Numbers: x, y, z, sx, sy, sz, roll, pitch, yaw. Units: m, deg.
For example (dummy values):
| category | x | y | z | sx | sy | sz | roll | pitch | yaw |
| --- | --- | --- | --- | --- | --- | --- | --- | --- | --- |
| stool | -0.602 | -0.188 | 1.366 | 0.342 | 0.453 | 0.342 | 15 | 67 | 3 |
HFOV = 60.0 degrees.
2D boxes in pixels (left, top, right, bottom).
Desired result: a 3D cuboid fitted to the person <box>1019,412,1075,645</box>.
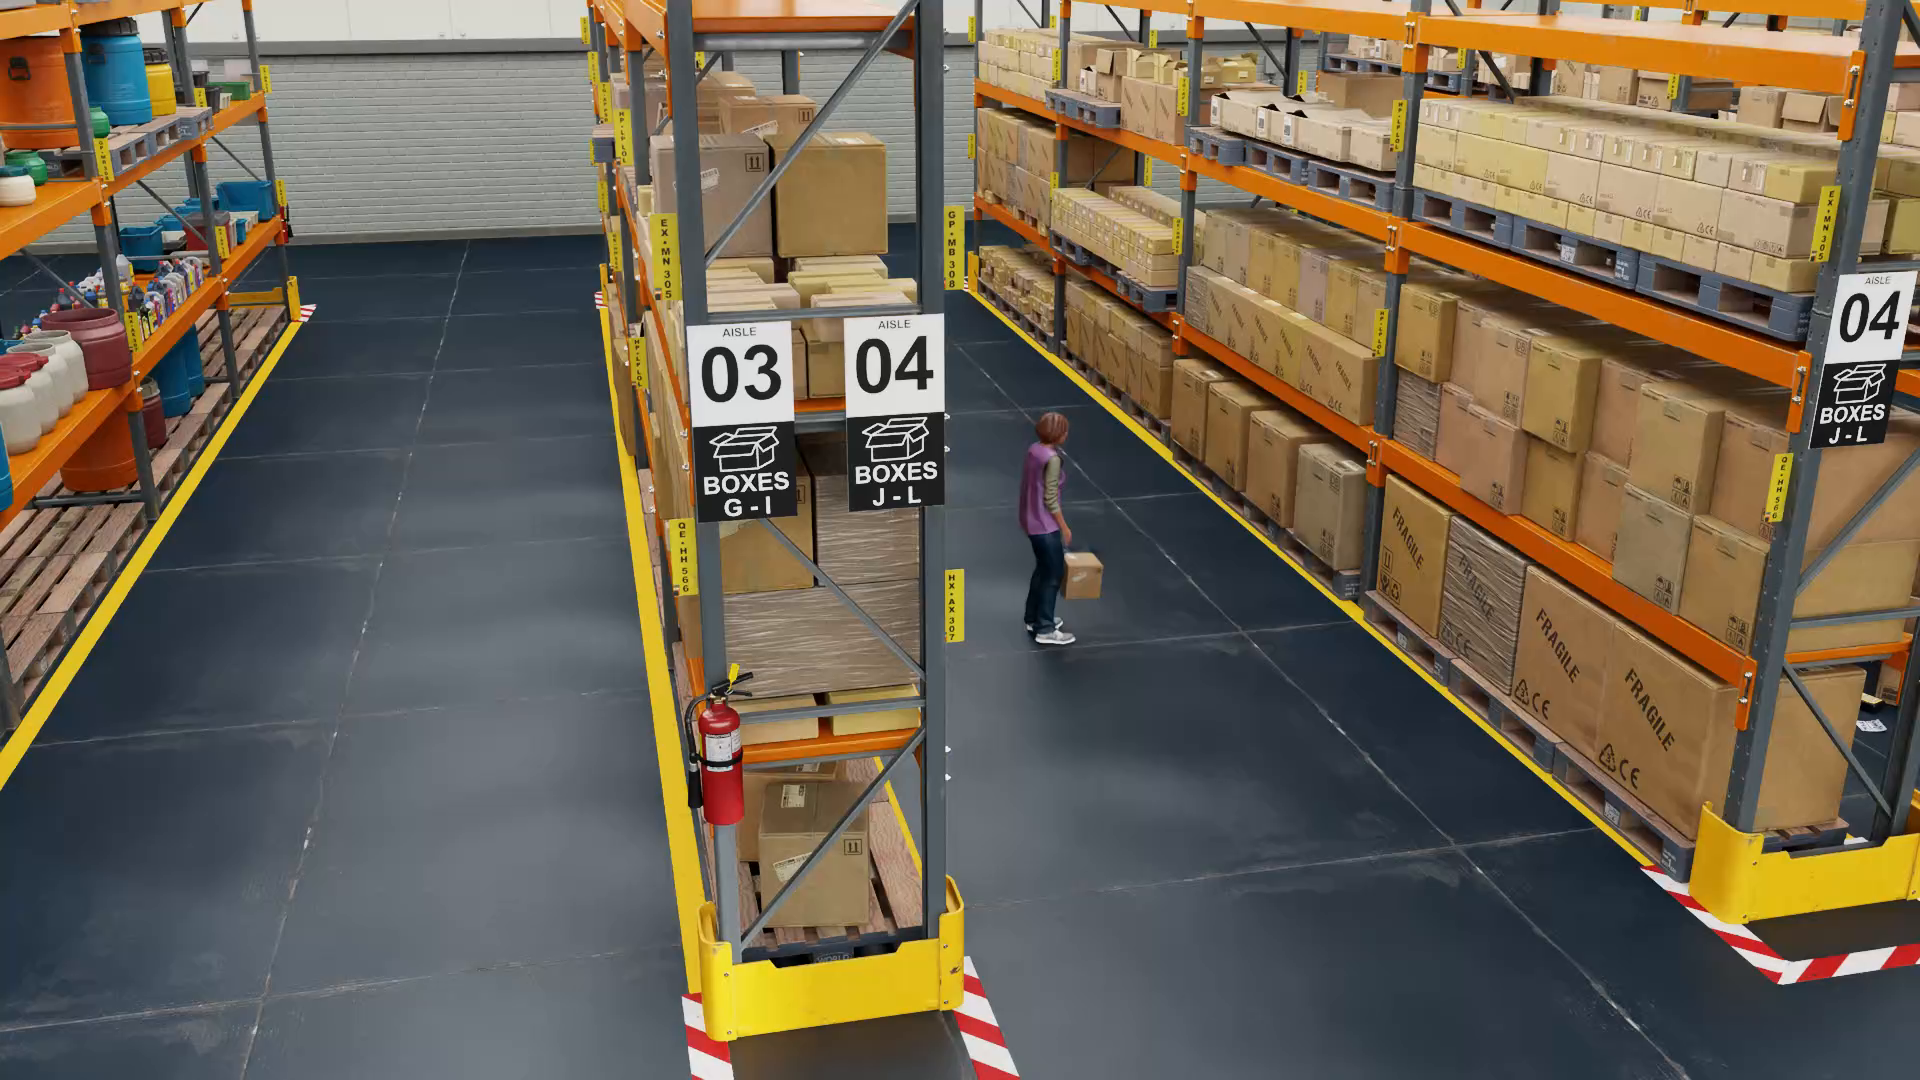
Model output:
| category | x | y | z | sx | sy | sz | roll | pitch | yaw |
| --- | --- | --- | --- | --- | --- | --- | --- | --- | --- |
| person | 0.586 | -0.093 | 11.338 | 0.343 | 1.597 | 0.453 | -5 | 21 | -14 |
